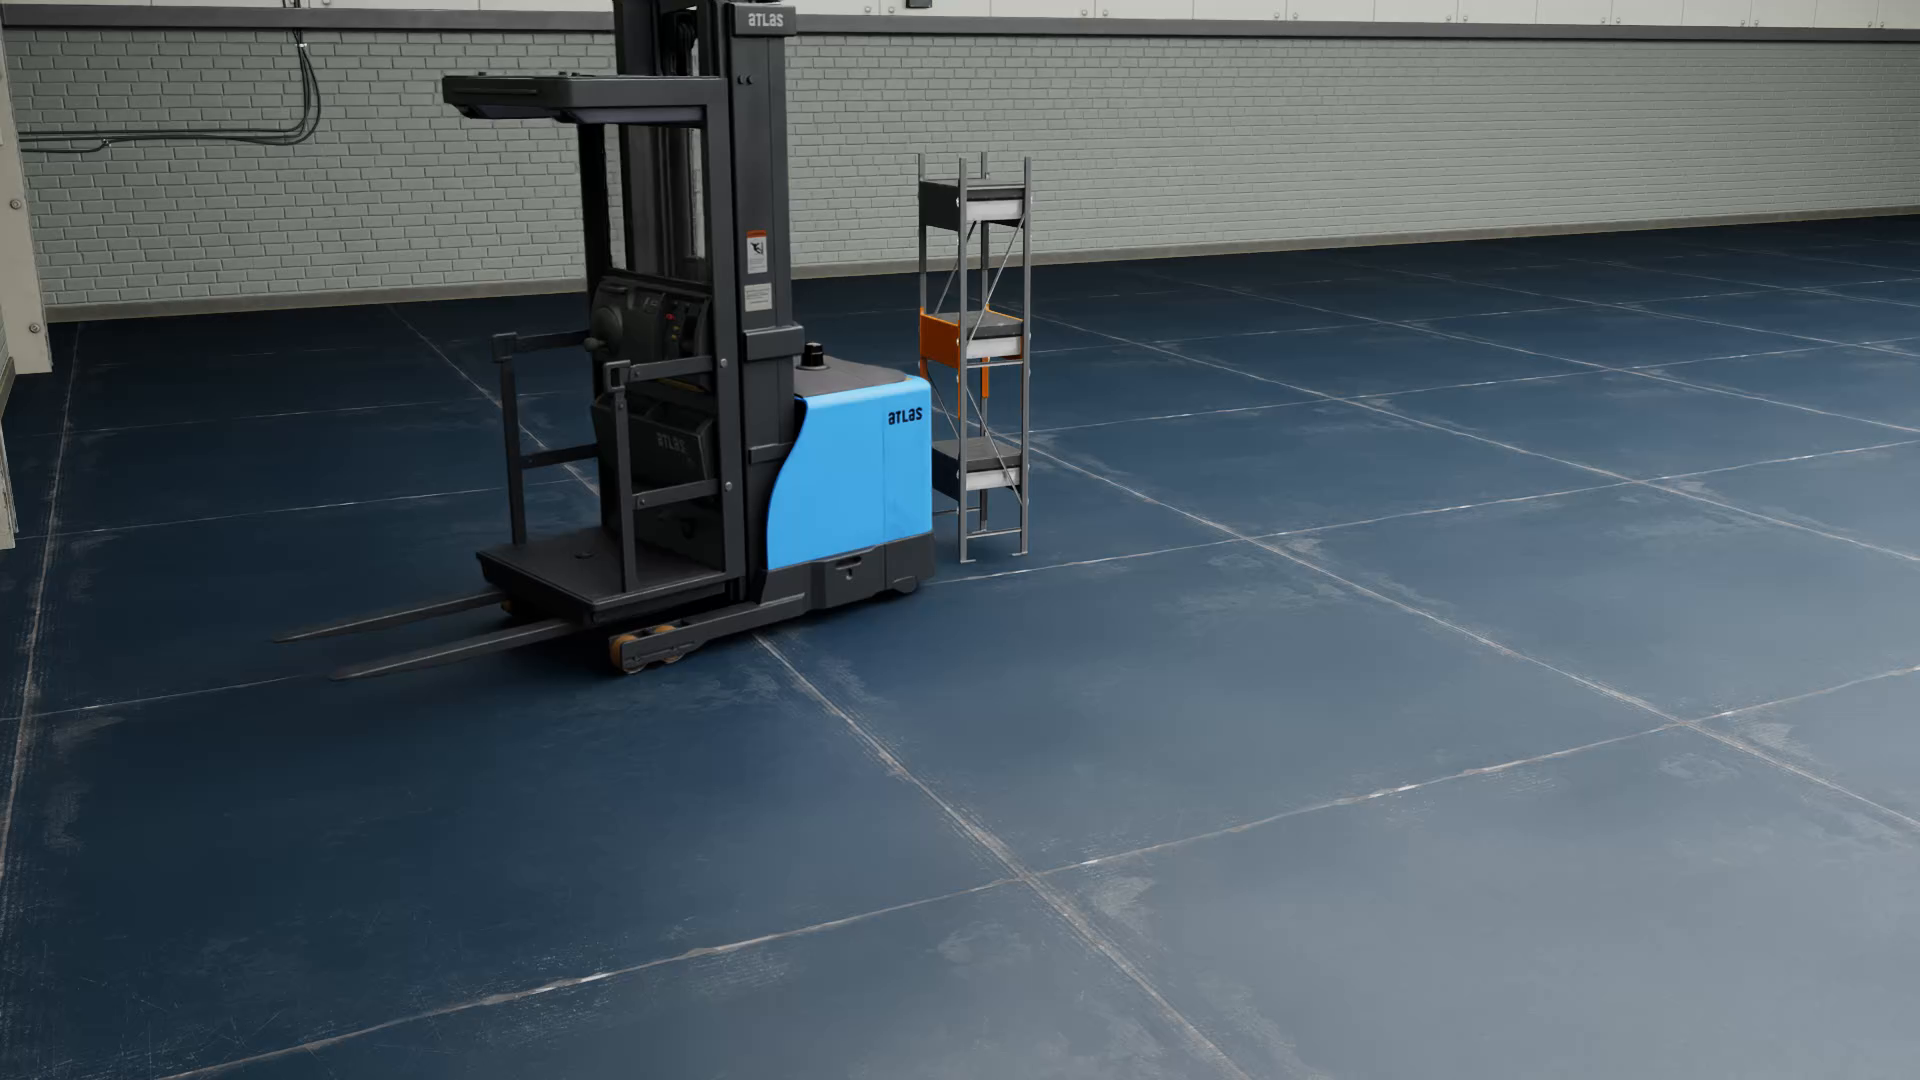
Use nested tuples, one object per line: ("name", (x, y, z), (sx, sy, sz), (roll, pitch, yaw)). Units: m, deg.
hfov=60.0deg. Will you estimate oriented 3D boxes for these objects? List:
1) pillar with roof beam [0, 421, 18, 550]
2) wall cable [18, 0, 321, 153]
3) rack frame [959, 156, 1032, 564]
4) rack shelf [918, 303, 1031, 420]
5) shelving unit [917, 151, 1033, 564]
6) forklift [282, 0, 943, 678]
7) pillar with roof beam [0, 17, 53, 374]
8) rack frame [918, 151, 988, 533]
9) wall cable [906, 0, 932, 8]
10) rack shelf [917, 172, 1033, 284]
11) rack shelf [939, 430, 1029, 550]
("pillar with roof beam", (-1.529, -4.833, 9.777), (9.100, 9.000, 0.400), (-8, 18, -25))
("wall cable", (-8.130, -5.198, 16.680), (3.097, 2.526, 0.112), (-8, 18, -25))
("rack frame", (0.179, -0.908, 8.607), (0.400, 2.100, 0.015), (-8, 18, -25))
("rack shelf", (0.072, -0.955, 8.822), (0.431, 0.518, 0.480), (-8, 18, -25))
("shelving unit", (0.072, -0.968, 8.818), (0.431, 2.100, 0.503), (-8, 18, -25))
("forklift", (-1.522, -1.001, 7.424), (3.031, 2.935, 1.130), (-14, 21, -40))
("pillar with roof beam", (-4.158, -6.321, 14.962), (9.100, 9.000, 0.400), (-8, 18, -25))
("rack frame", (-0.034, -1.029, 9.029), (0.400, 2.100, 0.015), (-8, 18, -25))
("wall cable", (0.411, -9.469, 19.766), (2.305, 6.003, 0.169), (-8, 18, -25))
("rack shelf", (0.072, -1.628, 8.629), (0.431, 0.518, 0.480), (-8, 18, -25))
("rack shelf", (0.073, -0.282, 9.015), (0.431, 0.518, 0.480), (-8, 18, -25))
